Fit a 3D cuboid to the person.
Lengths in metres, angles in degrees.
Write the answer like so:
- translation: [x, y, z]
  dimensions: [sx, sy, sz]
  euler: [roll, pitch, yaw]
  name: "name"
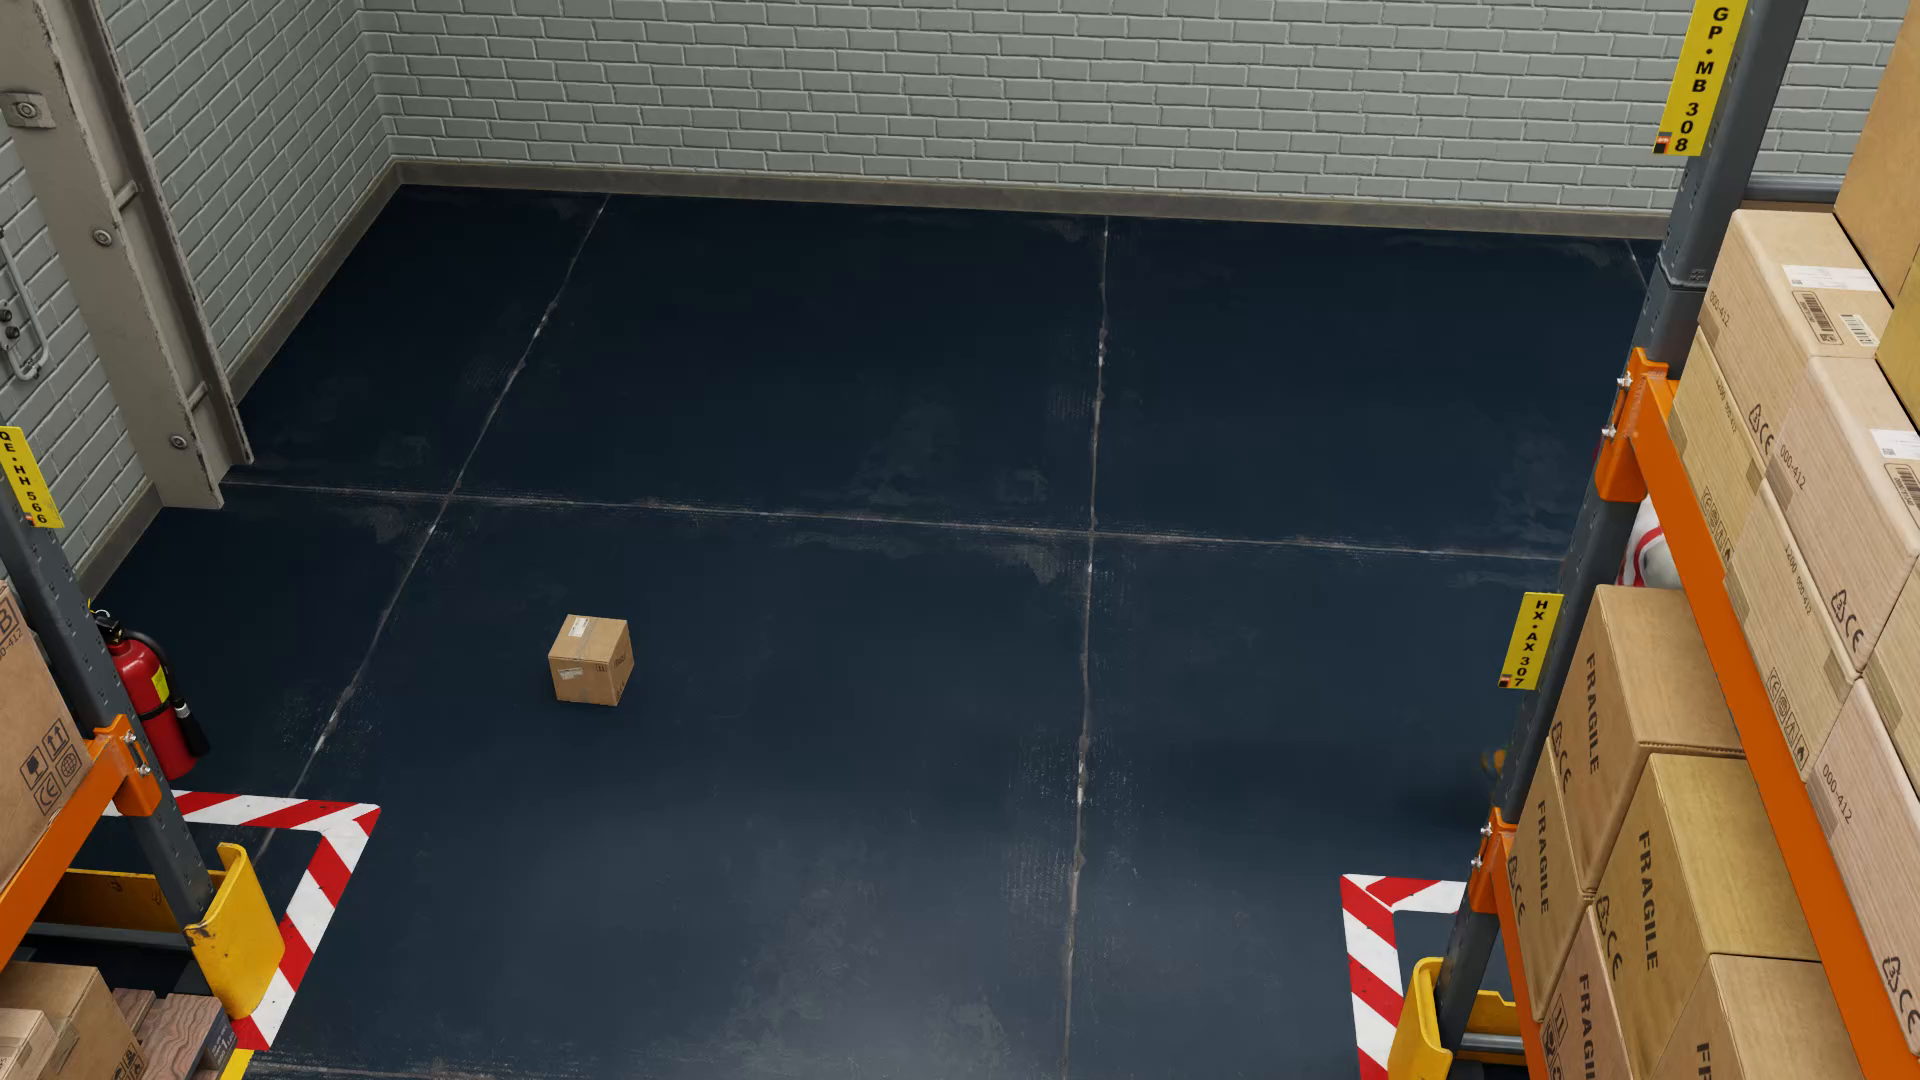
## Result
- translation: [2.338, 0.343, 5.707]
  dimensions: [0.742, 1.772, 0.539]
  euler: [10, 41, 12]
  name: "person"
